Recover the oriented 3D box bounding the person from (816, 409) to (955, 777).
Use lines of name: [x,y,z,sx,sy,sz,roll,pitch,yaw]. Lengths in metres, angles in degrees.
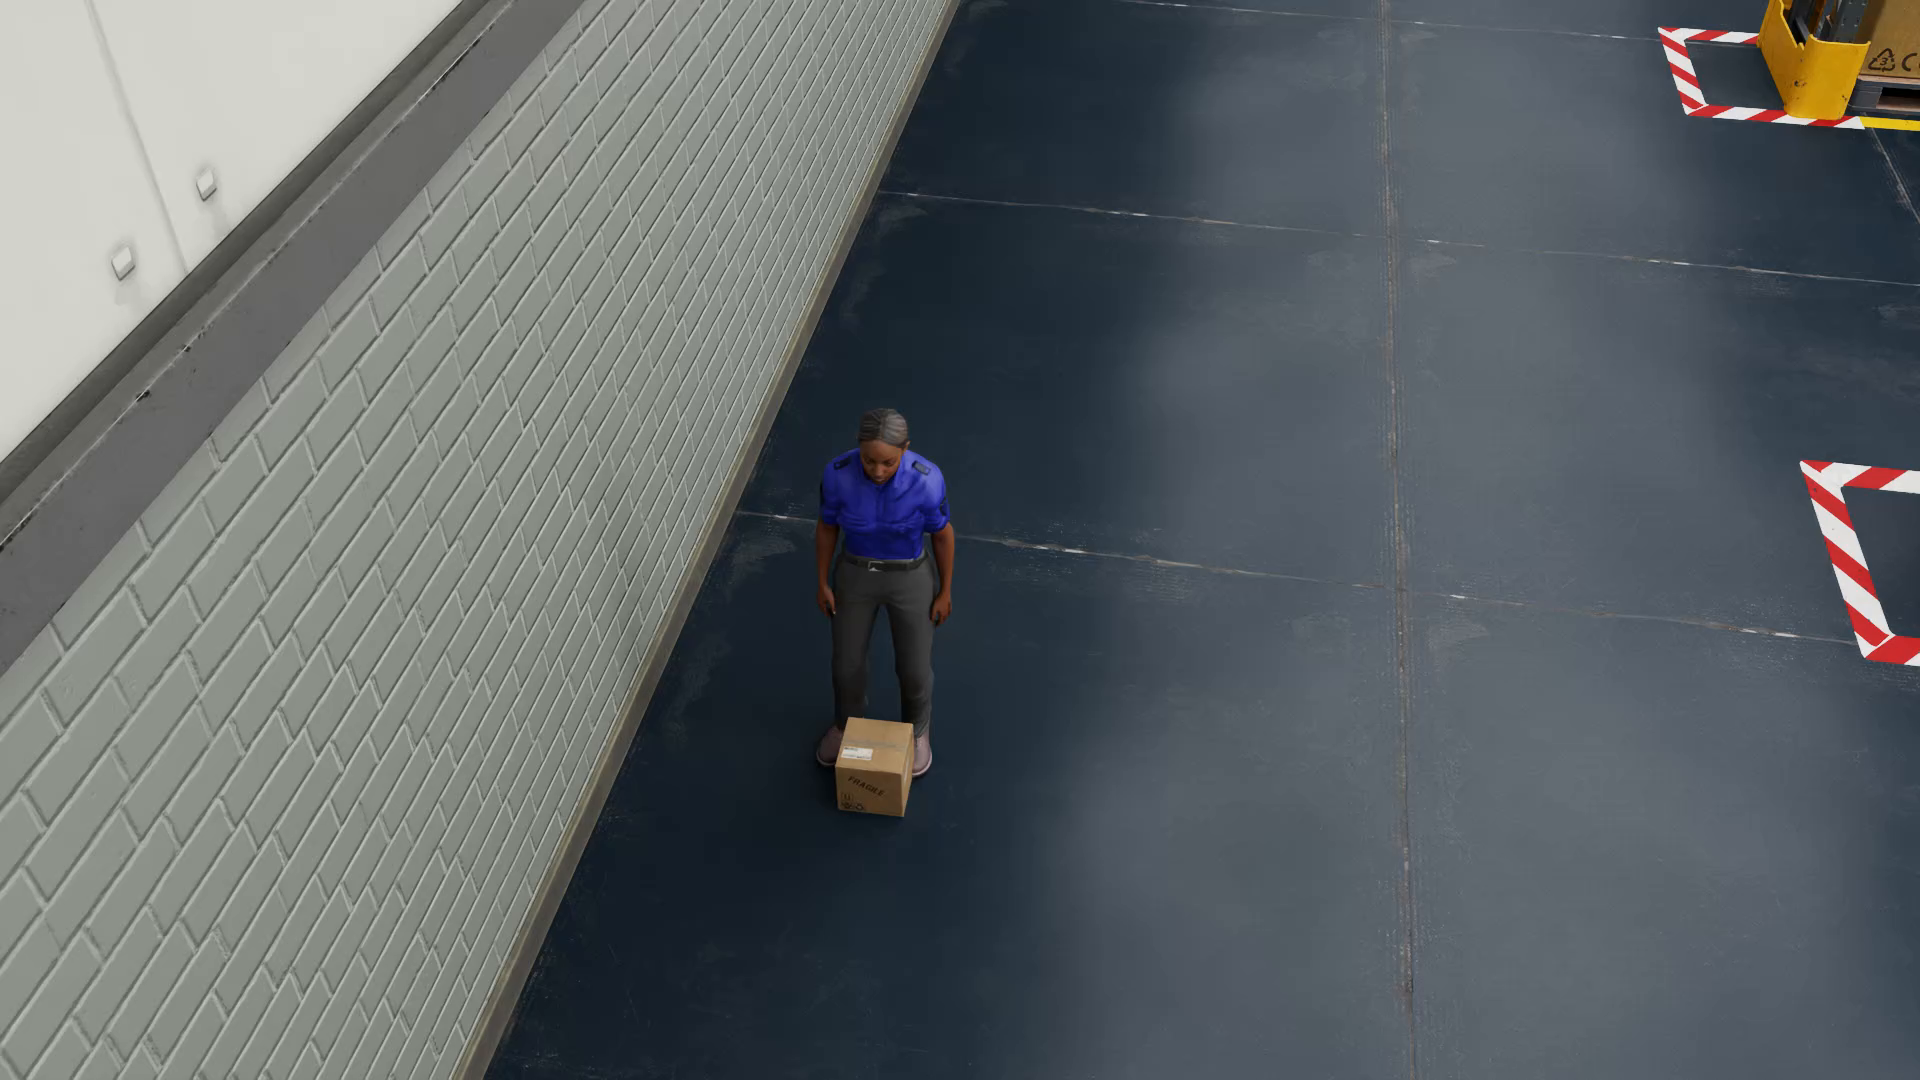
person: [-0.284,0.174,5.971,0.525,1.639,0.350,4,41,5]
